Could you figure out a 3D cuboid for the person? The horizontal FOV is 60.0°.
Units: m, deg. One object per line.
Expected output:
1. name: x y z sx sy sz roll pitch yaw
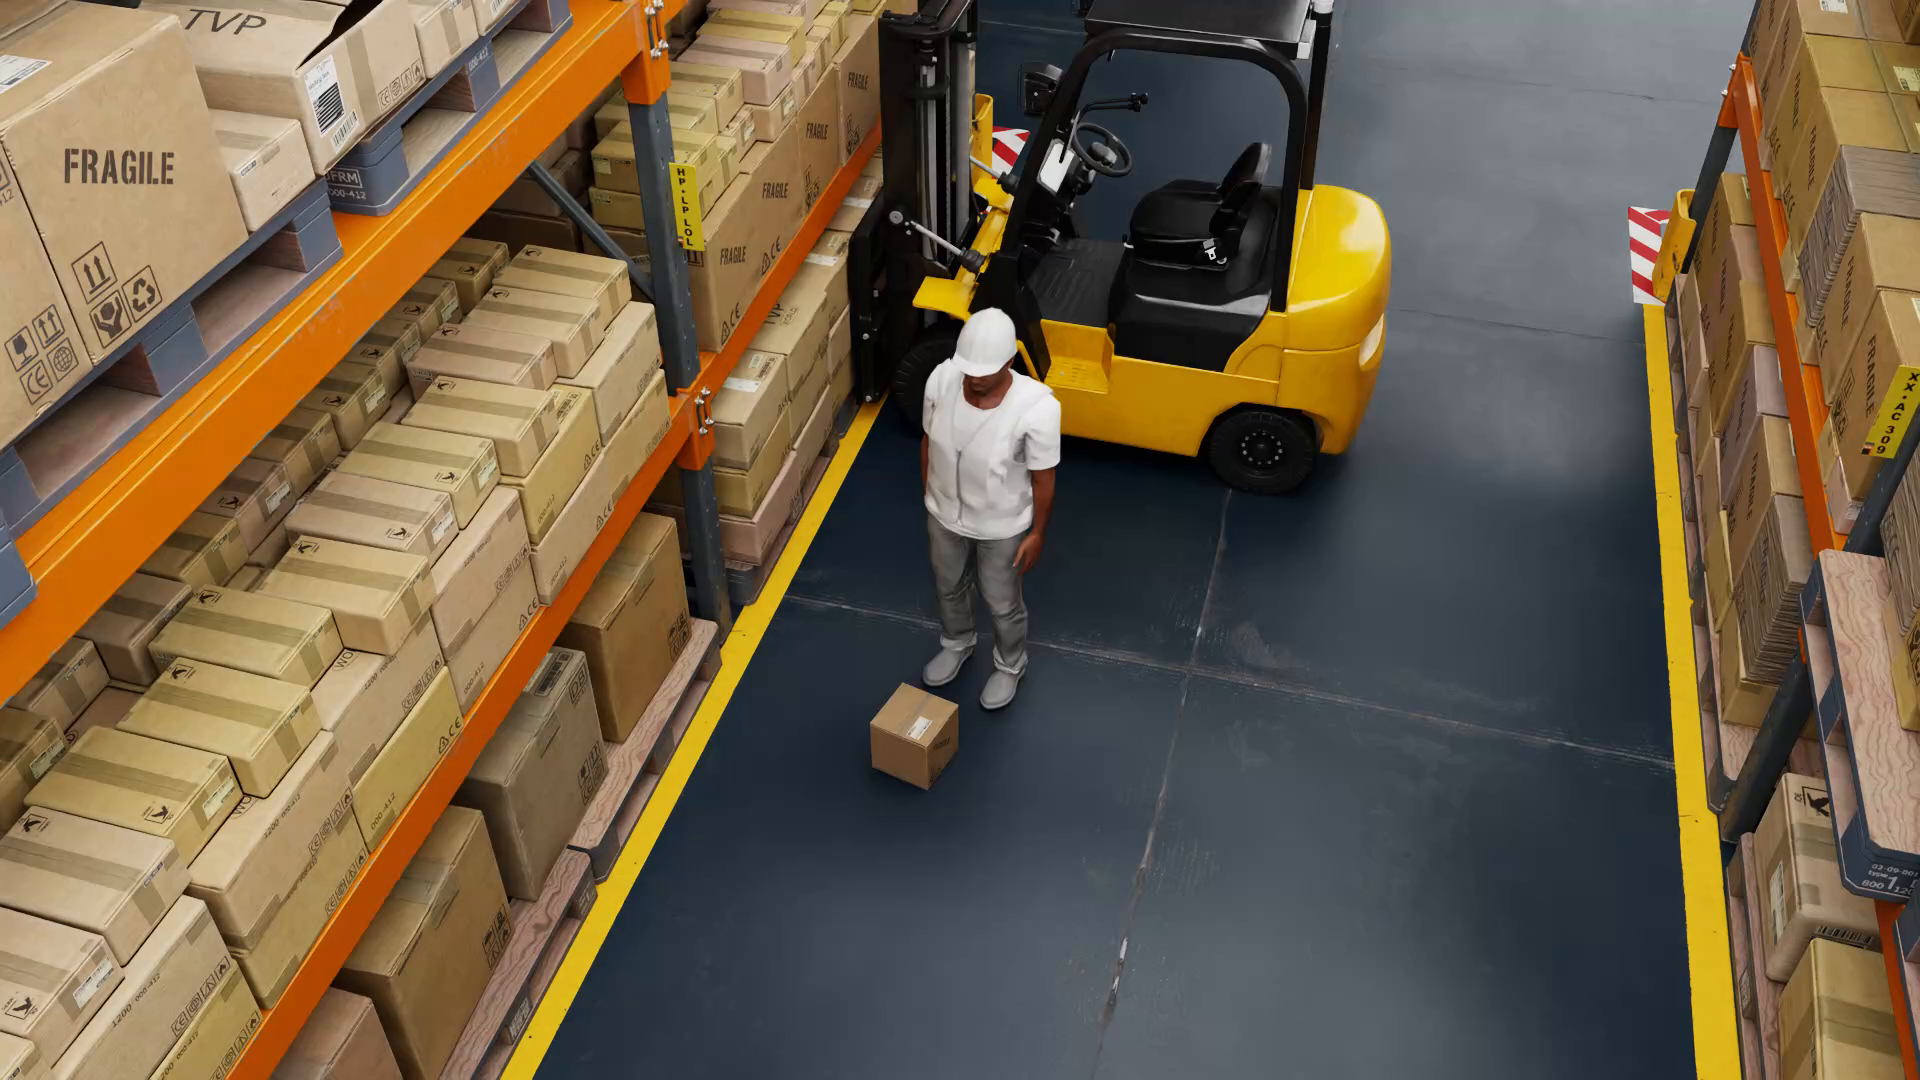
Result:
1. person: 0.090 -0.107 6.264 0.565 1.763 0.355 21 45 22
